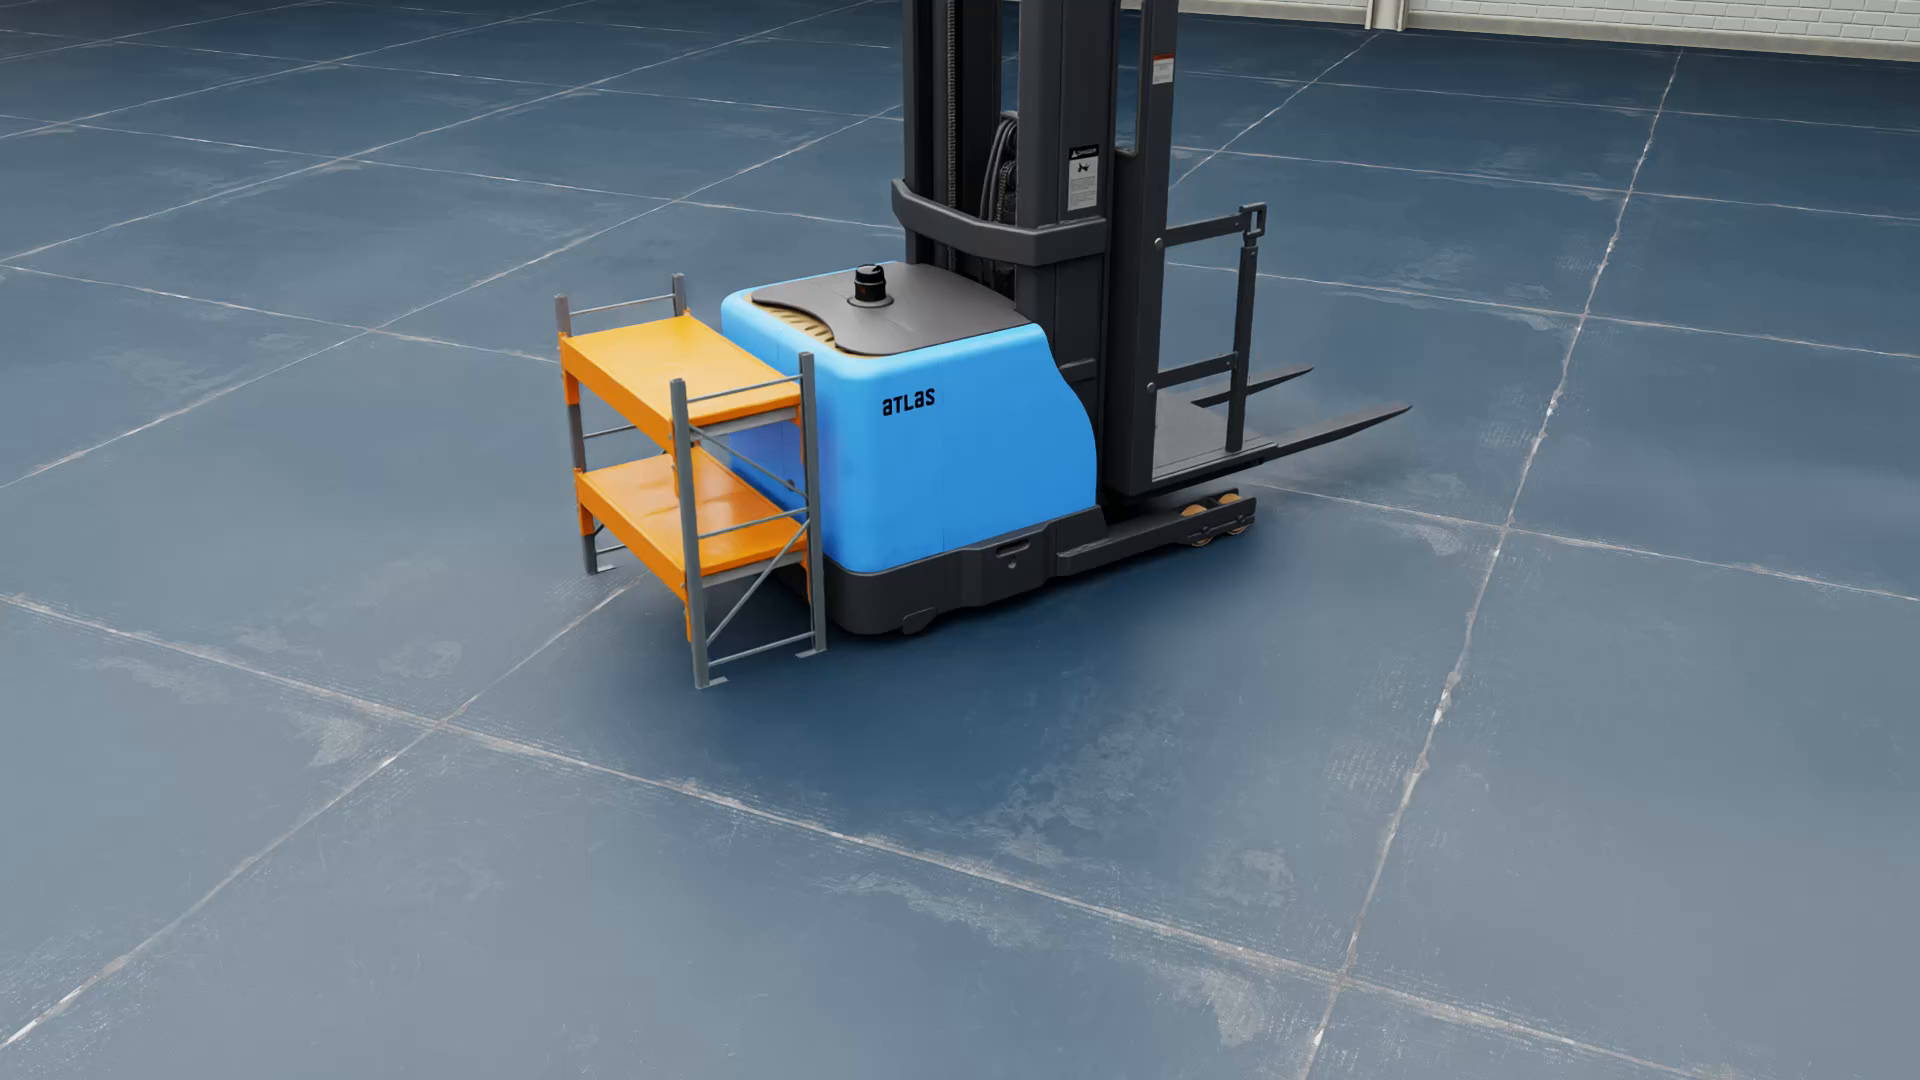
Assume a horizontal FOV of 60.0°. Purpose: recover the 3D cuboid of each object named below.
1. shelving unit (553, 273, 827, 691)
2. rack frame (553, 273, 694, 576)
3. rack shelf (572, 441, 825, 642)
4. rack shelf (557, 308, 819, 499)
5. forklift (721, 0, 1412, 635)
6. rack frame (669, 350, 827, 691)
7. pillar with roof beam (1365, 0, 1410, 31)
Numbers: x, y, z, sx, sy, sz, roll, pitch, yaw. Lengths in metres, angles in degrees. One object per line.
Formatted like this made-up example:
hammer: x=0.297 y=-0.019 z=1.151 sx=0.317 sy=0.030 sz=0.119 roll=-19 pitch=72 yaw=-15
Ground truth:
shelving unit: x=-0.971 y=-0.242 z=5.967 sx=0.538 sy=1.125 sz=1.048 roll=-16 pitch=30 yaw=-29
rack frame: x=-1.246 y=-0.431 z=6.350 sx=0.500 sy=1.125 sz=0.032 roll=-16 pitch=30 yaw=-29
rack shelf: x=-0.970 y=-0.023 z=6.075 sx=0.538 sy=0.278 sz=1.000 roll=-16 pitch=30 yaw=-29
rack shelf: x=-0.971 y=-0.505 z=5.838 sx=0.538 sy=0.278 sz=1.000 roll=-16 pitch=30 yaw=-29
forklift: x=0.599 y=-1.464 z=6.404 sx=3.031 sy=2.935 sz=1.130 roll=-17 pitch=31 yaw=-30
rack frame: x=-0.695 y=-0.053 z=5.584 sx=0.500 sy=1.125 sz=0.032 roll=-16 pitch=30 yaw=-29
pillar with roof beam: x=2.835 y=-7.857 z=12.520 sx=0.400 sy=9.000 sz=9.100 roll=11 pitch=28 yaw=22
